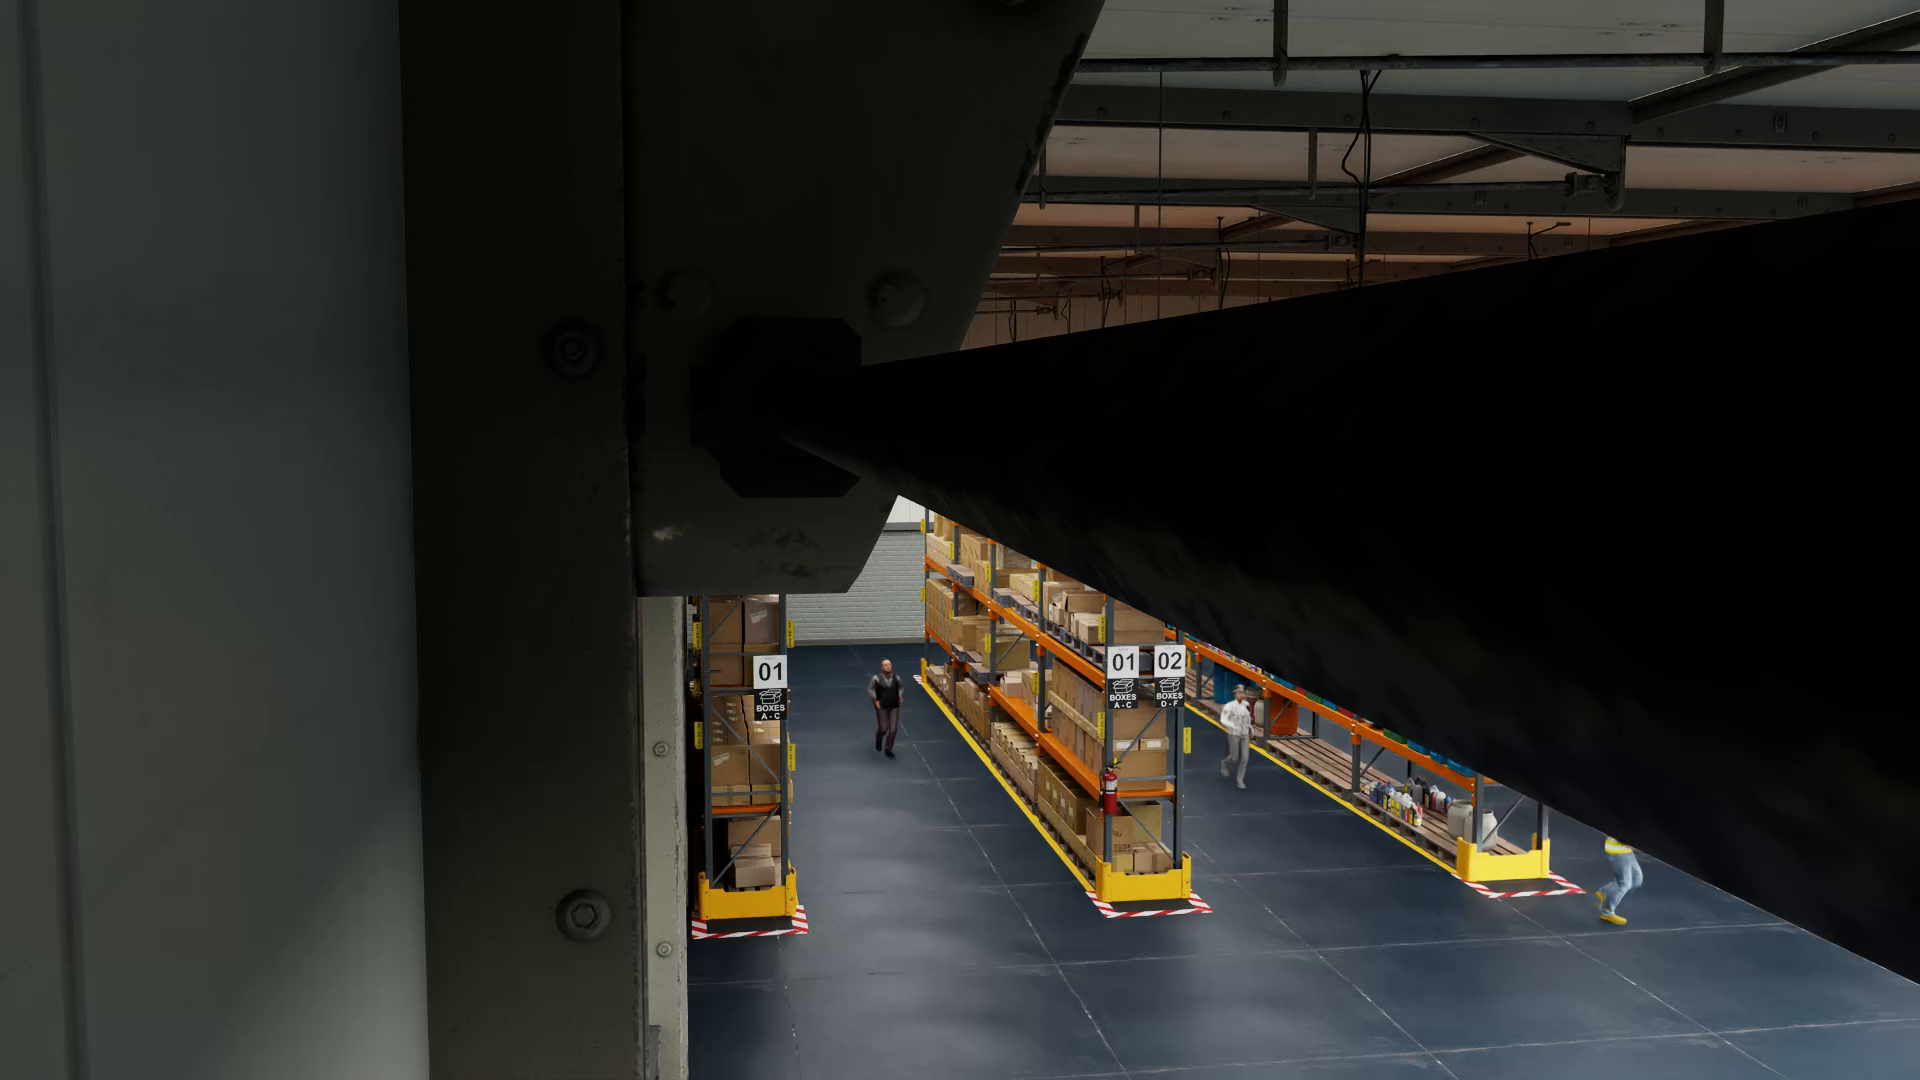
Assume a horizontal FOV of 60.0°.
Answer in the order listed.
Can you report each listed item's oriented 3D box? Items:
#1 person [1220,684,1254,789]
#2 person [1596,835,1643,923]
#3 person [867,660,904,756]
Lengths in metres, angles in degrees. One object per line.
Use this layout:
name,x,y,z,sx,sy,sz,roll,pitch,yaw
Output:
person,4.480,3.137,26.864,0.619,1.663,0.684,-2,5,-18
person,7.948,3.715,19.921,0.594,1.728,0.738,2,5,24
person,-1.263,2.935,29.069,0.655,1.674,0.598,-2,5,-18
